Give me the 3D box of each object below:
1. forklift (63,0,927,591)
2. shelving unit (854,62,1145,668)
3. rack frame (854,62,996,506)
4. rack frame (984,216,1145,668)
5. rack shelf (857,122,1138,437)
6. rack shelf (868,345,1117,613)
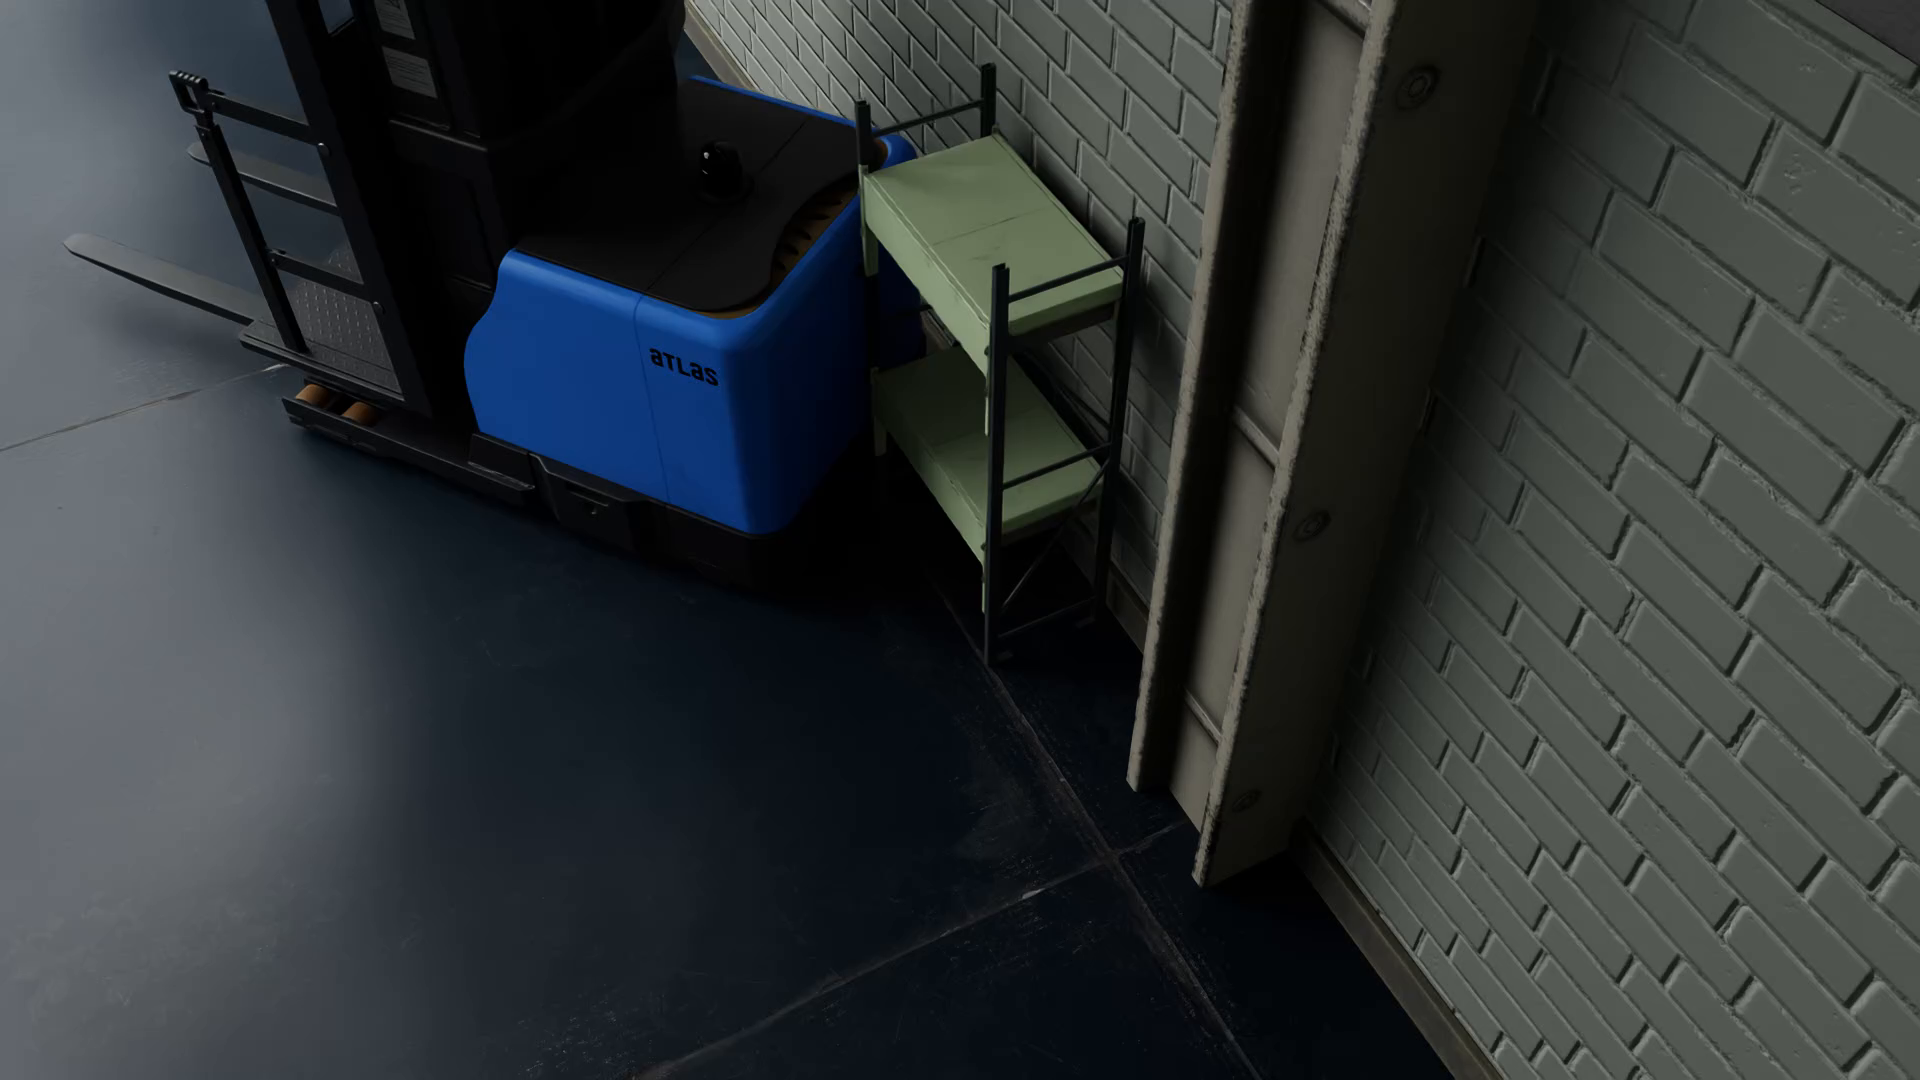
[{"bbox_3d":[-1.664,-1.591,4.695,3.031,2.935,1.130,20,52,17],"label":"forklift"},{"bbox_3d":[0.083,-0.437,4.635,0.431,1.500,0.755,-22,52,-18],"label":"shelving unit"},{"bbox_3d":[-0.088,-0.680,4.848,0.400,1.500,0.023,-22,52,-18],"label":"rack frame"},{"bbox_3d":[0.254,-0.193,4.422,0.400,1.500,0.023,-22,52,-18],"label":"rack frame"},{"bbox_3d":[0.084,-0.694,4.341,0.431,0.370,0.720,-22,52,-18],"label":"rack shelf"},{"bbox_3d":[0.083,-0.222,4.880,0.431,0.370,0.720,-22,52,-18],"label":"rack shelf"}]
